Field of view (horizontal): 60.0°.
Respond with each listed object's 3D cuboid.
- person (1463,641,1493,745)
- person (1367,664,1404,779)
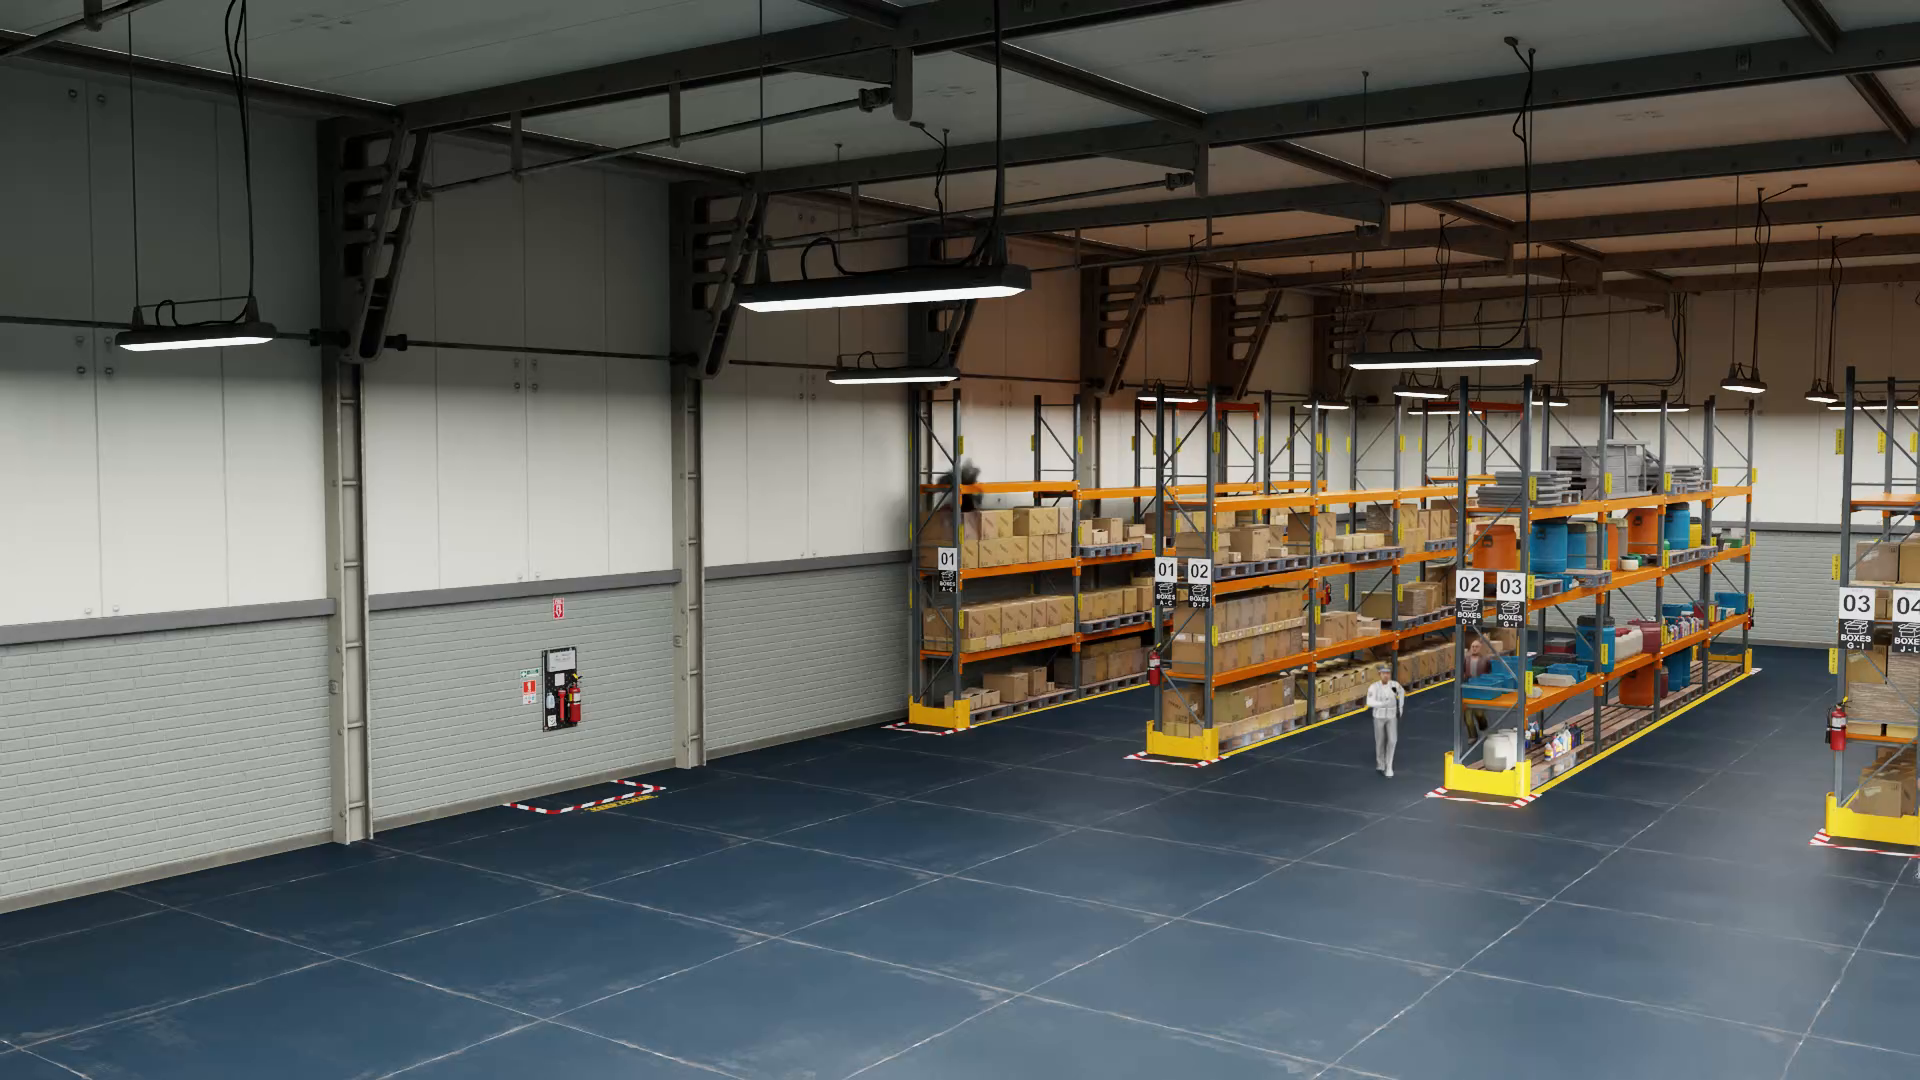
[{"bbox_3d":[8.602,2.549,27.792,0.705,1.727,0.661,2,4,32],"label":"person"},{"bbox_3d":[6.431,2.729,25.133,0.582,1.739,0.794,1,3,9],"label":"person"}]
